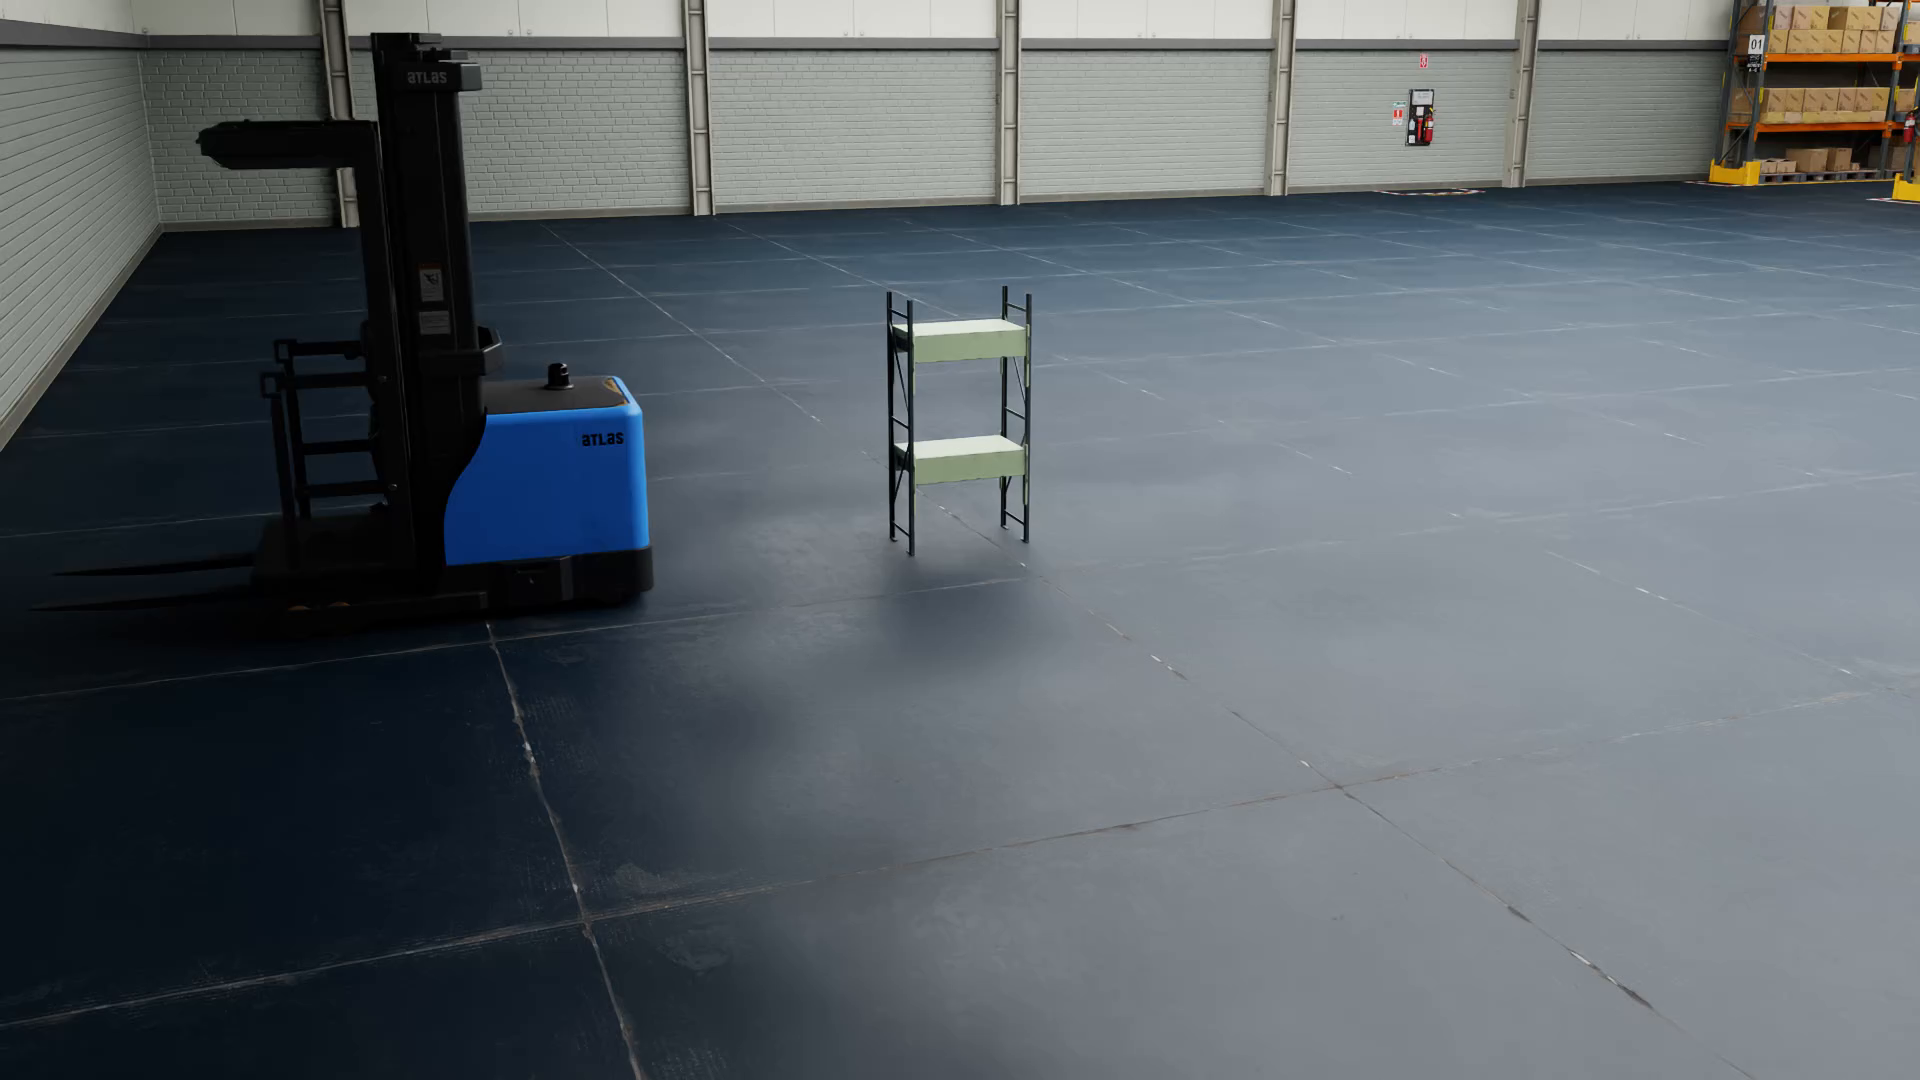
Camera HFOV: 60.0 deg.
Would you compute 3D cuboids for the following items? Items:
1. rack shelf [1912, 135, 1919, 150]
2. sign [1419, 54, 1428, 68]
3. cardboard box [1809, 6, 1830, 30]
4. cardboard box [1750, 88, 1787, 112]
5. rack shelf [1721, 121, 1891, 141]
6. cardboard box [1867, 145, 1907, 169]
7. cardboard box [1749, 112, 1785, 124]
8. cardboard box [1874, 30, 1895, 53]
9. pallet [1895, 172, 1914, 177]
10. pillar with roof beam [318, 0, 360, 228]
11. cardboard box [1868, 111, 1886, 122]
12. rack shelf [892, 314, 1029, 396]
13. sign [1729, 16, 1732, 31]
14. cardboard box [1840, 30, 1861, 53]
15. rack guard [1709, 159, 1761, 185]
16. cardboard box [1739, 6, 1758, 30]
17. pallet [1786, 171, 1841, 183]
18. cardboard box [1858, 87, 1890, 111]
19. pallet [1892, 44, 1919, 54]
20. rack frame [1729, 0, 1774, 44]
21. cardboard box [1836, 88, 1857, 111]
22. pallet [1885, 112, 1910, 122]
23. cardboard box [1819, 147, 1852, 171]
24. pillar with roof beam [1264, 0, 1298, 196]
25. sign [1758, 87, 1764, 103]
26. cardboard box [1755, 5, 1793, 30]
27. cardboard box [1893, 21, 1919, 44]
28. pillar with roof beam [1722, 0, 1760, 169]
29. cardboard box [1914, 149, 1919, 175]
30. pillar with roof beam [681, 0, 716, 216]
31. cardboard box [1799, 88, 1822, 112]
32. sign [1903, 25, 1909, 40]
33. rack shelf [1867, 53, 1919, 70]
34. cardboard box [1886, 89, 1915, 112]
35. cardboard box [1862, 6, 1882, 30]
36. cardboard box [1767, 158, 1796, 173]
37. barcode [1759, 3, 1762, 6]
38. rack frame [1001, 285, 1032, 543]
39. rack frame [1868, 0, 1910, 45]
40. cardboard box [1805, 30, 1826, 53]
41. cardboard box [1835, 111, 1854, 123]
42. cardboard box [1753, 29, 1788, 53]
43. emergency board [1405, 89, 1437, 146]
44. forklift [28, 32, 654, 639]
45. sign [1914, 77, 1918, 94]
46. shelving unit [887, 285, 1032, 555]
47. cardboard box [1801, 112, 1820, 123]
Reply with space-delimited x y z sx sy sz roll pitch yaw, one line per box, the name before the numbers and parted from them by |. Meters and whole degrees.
rack shelf | 21.029 -8.046 33.450 4.000 0.370 1.077 -6 17 -20
sign | 9.762 -10.084 35.000 0.199 0.298 0.001 -6 17 -20
cardboard box | 18.793 -11.536 36.747 0.500 0.500 0.500 -6 17 -19
cardboard box | 17.939 -9.759 36.907 0.500 0.500 0.500 -6 17 -20
rack shelf | 19.253 -9.349 37.887 4.000 0.370 1.077 -6 17 -20
cardboard box | 21.802 -8.986 39.031 0.500 0.500 0.700 -6 17 -18
cardboard box | 17.955 -9.396 37.001 0.500 0.250 0.500 -7 18 -22
cardboard box | 20.735 -11.276 37.638 0.500 0.500 0.500 -6 17 -19
pallet | 22.988 -8.761 39.557 1.213 0.211 1.003 -6 17 -20
pillar with roof beam | -8.744 -8.512 23.113 0.400 9.000 9.100 -6 17 -20
cardboard box | 20.787 -9.706 38.057 0.500 0.250 0.500 -6 17 -20
rack shelf | -0.006 -1.093 9.775 0.720 0.370 0.431 -6 17 -20
sign | 17.205 -11.505 37.056 0.005 0.325 0.100 -6 17 -20
cardboard box | 19.757 -11.163 37.252 0.500 0.500 0.500 -7 18 -22
rack guard | 17.456 -8.301 37.478 0.348 0.500 1.175 -6 17 -20
cardboard box | 17.694 -11.581 36.901 0.500 0.500 0.500 -5 17 -18
pallet | 19.365 -8.357 38.181 1.213 0.211 1.003 -6 17 -20
cardboard box | 20.790 -10.064 37.946 0.500 0.500 0.500 -6 17 -20
pallet | 21.735 -11.279 38.193 1.003 0.211 1.213 -6 17 -20
rack frame | 17.385 -12.371 36.254 0.127 3.000 1.000 -6 17 -20
cardboard box | 19.852 -9.964 37.606 0.500 0.500 0.500 -7 18 -22
pallet | 21.886 -9.843 38.632 1.213 0.211 1.003 -6 17 -20
cardboard box | 20.166 -8.792 38.371 0.500 0.500 0.500 -8 18 -24
pillar with roof beam | 8.064 -10.327 29.293 0.400 9.000 9.100 -6 17 -20
sign | 17.580 -9.765 36.491 0.005 0.325 0.100 -6 17 -20
cardboard box | 17.832 -11.444 36.434 0.500 0.500 0.500 -8 18 -24
cardboard box | 21.660 -11.619 38.093 0.500 0.500 0.500 -4 17 -12
pillar with roof beam | 19.270 -11.536 33.412 0.400 9.000 9.100 -6 17 -20
cardboard box | 19.556 -7.564 33.336 0.500 0.500 0.500 -6 17 -20
pillar with roof beam | -3.141 -9.117 25.173 0.400 9.000 9.100 -6 17 -20
cardboard box | 18.888 -9.857 37.239 0.500 0.500 0.500 -7 18 -22
sign | 21.322 -11.441 37.494 0.005 0.325 0.100 -6 17 -20
rack shelf | 22.988 -11.191 38.838 4.000 0.370 1.077 -6 17 -20
cardboard box | 21.608 -10.197 38.541 0.500 0.500 0.700 -6 17 -20
cardboard box | 20.239 -11.692 37.279 0.500 0.500 0.500 -5 17 -17
cardboard box | 18.596 -8.517 37.769 0.500 0.311 0.500 -5 17 -15
barcode | 17.869 -11.950 37.129 0.075 0.075 0.001 -6 17 -20
rack frame | 0.336 -0.756 10.010 0.023 1.500 0.400 -6 17 -20
rack frame | 21.120 -12.774 37.628 0.127 3.000 1.000 -6 17 -20
cardboard box | 18.785 -11.055 36.885 0.500 0.500 0.500 -5 17 -18
cardboard box | 19.854 -9.603 37.707 0.500 0.250 0.500 -6 17 -20
cardboard box | 17.787 -10.957 36.551 0.500 0.500 0.500 -6 17 -19
emergency board | 9.805 -8.947 35.241 0.643 1.169 0.194 -6 17 -20
forklift | -3.228 -1.073 8.549 3.031 2.935 1.130 -5 17 -17
sign | 18.980 -9.003 32.957 0.005 0.325 0.100 -6 17 -20
shelving unit | -0.006 -0.719 9.885 0.755 1.500 0.431 -6 17 -20
cardboard box | 18.912 -9.502 37.361 0.500 0.250 0.500 -6 18 -21
